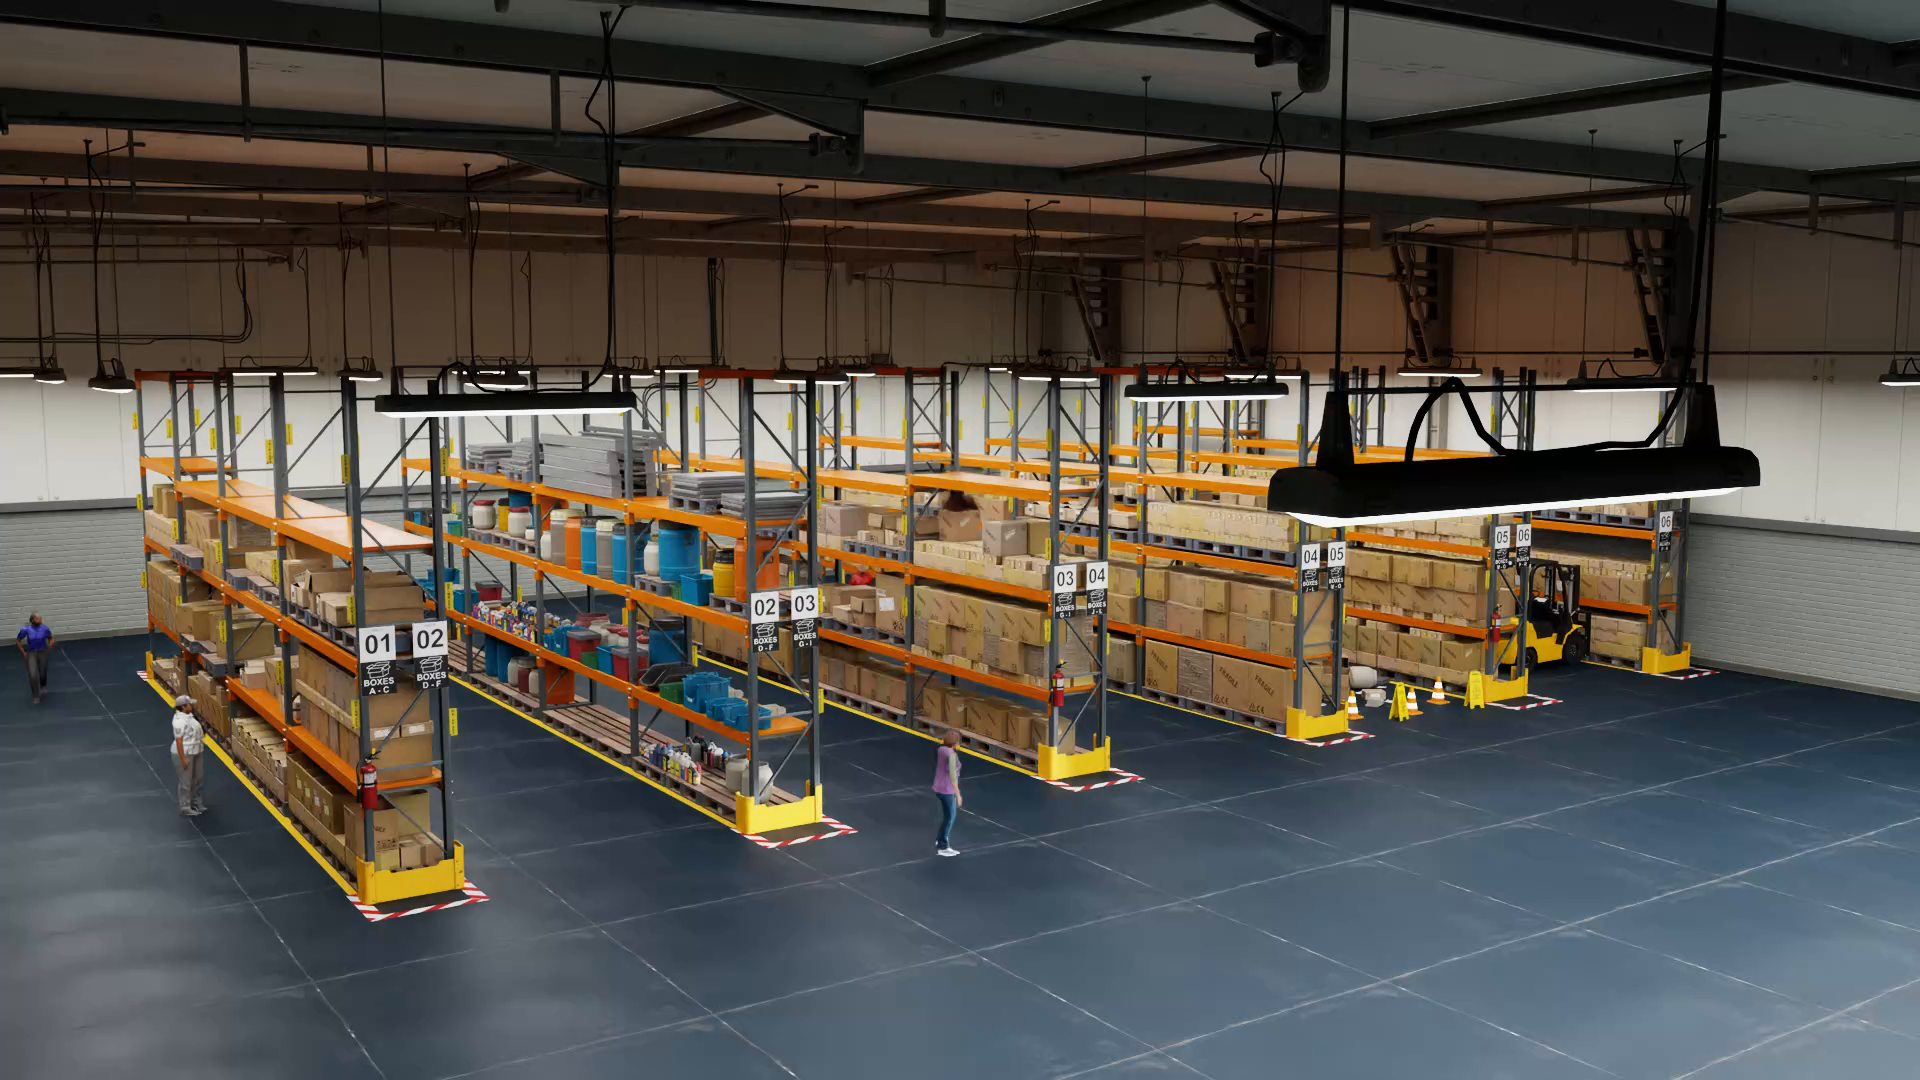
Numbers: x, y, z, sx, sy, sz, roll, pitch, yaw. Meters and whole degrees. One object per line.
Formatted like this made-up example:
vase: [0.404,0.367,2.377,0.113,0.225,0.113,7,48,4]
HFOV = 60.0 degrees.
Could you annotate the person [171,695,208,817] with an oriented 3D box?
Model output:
person: [-10.586,2.955,22.839,0.396,1.695,0.567,1,7,8]

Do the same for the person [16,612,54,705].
person: [-16.800,2.142,30.231,0.610,1.683,0.722,-4,7,-29]

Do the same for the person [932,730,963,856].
person: [-0.162,3.201,20.988,0.342,1.620,0.546,-2,7,-18]

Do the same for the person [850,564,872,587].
person: [-2.159,1.338,36.833,0.587,1.681,1.021,-3,7,-28]
